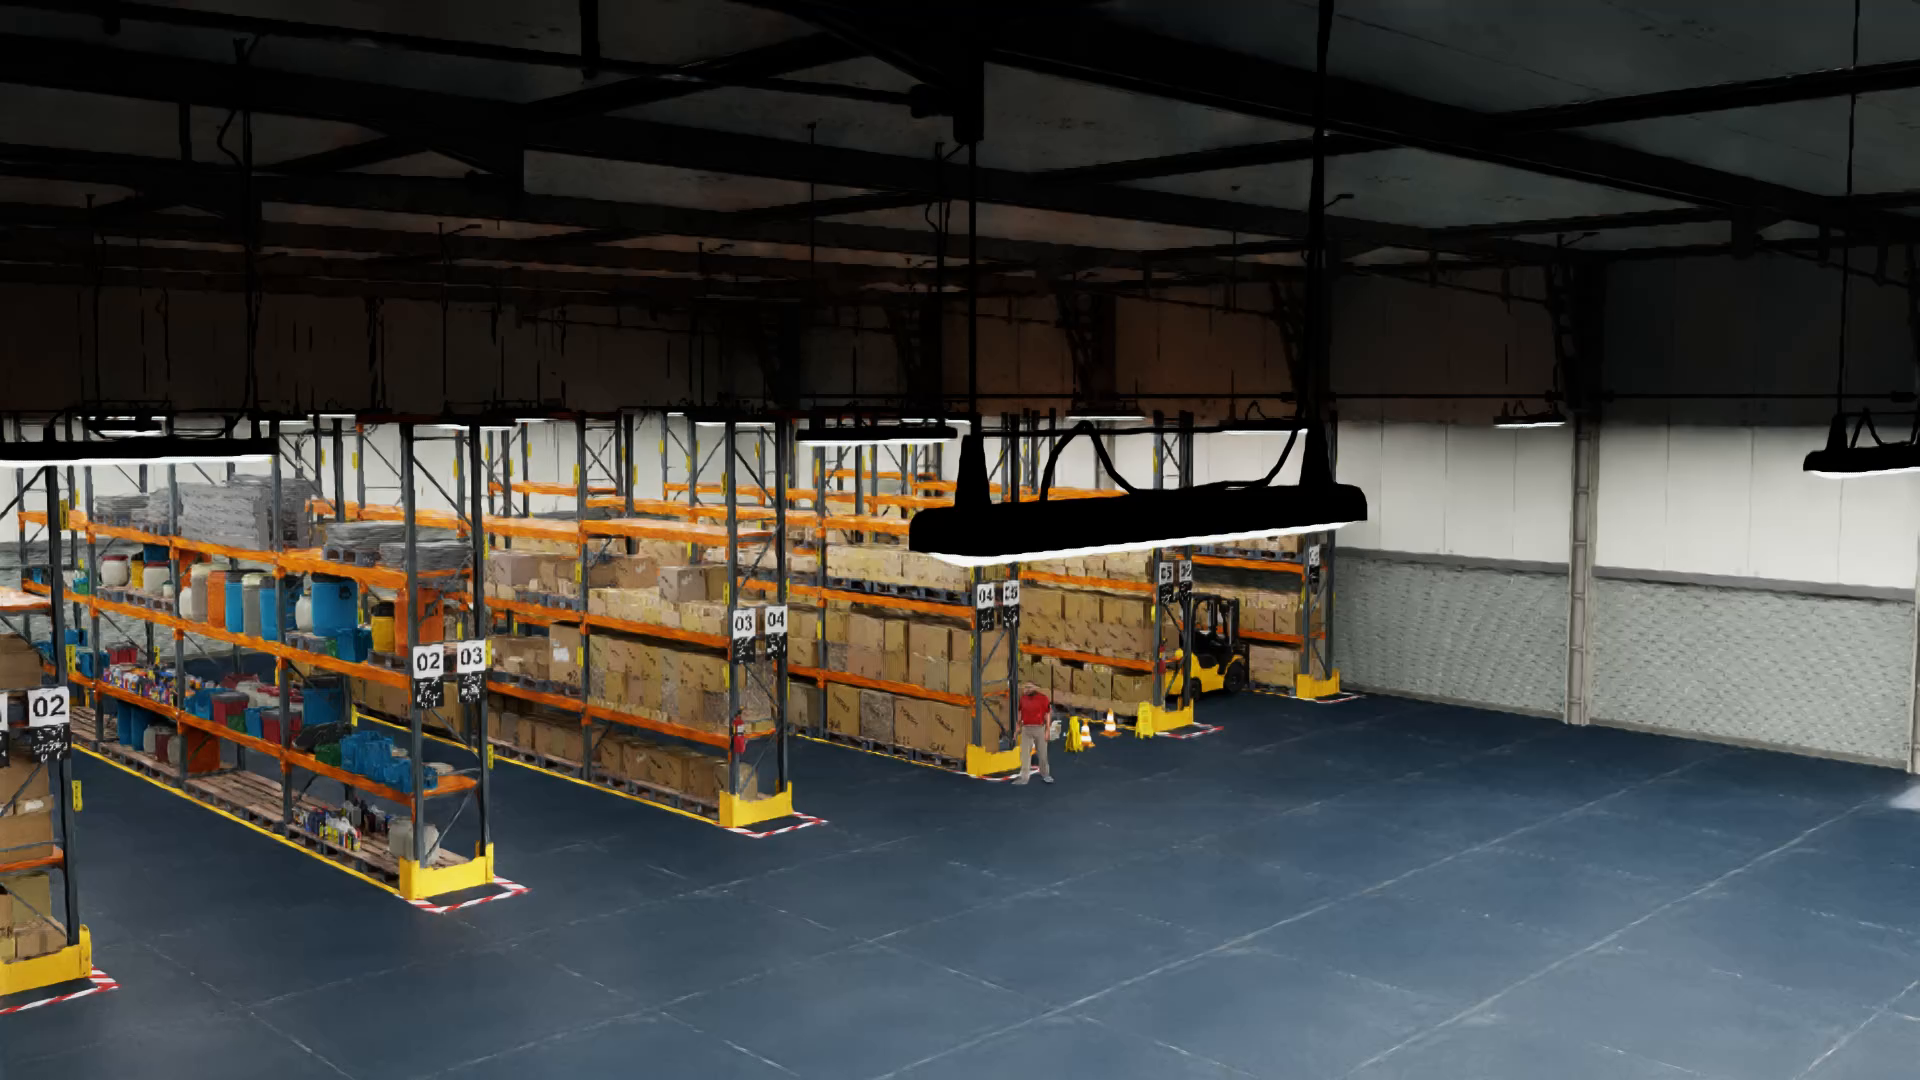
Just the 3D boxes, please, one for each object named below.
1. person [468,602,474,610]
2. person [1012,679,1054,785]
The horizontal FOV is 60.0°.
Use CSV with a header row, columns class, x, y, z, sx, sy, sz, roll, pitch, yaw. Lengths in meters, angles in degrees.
class,x,y,z,sx,sy,sz,roll,pitch,yaw
person,-11.758,1.997,39.837,0.612,1.747,0.733,0,5,1
person,1.183,3.118,27.110,0.674,1.716,0.636,2,5,22
